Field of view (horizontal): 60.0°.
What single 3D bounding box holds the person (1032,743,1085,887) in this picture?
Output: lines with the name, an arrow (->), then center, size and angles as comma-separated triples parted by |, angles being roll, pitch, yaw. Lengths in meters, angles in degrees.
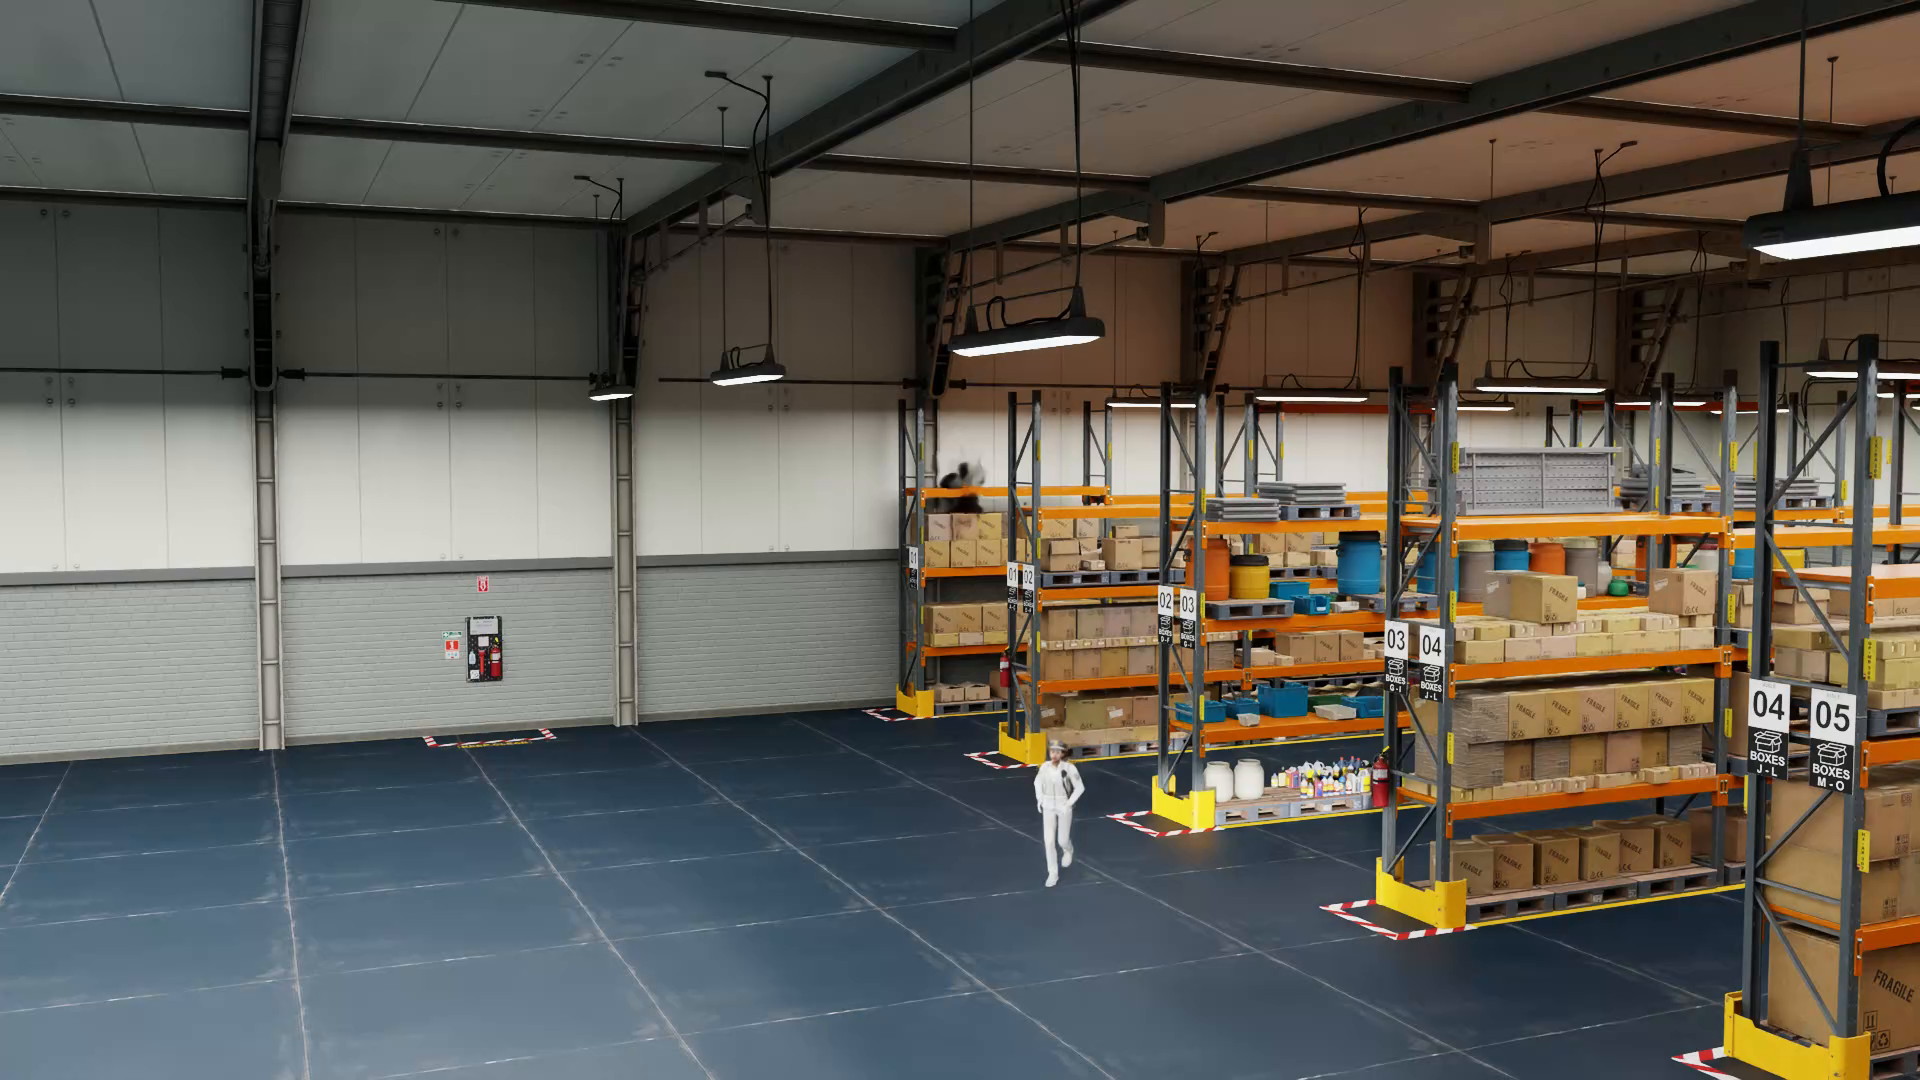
person -> 1.156, 3.196, 19.619 | 0.642, 1.663, 0.681 | 1, 3, 15
